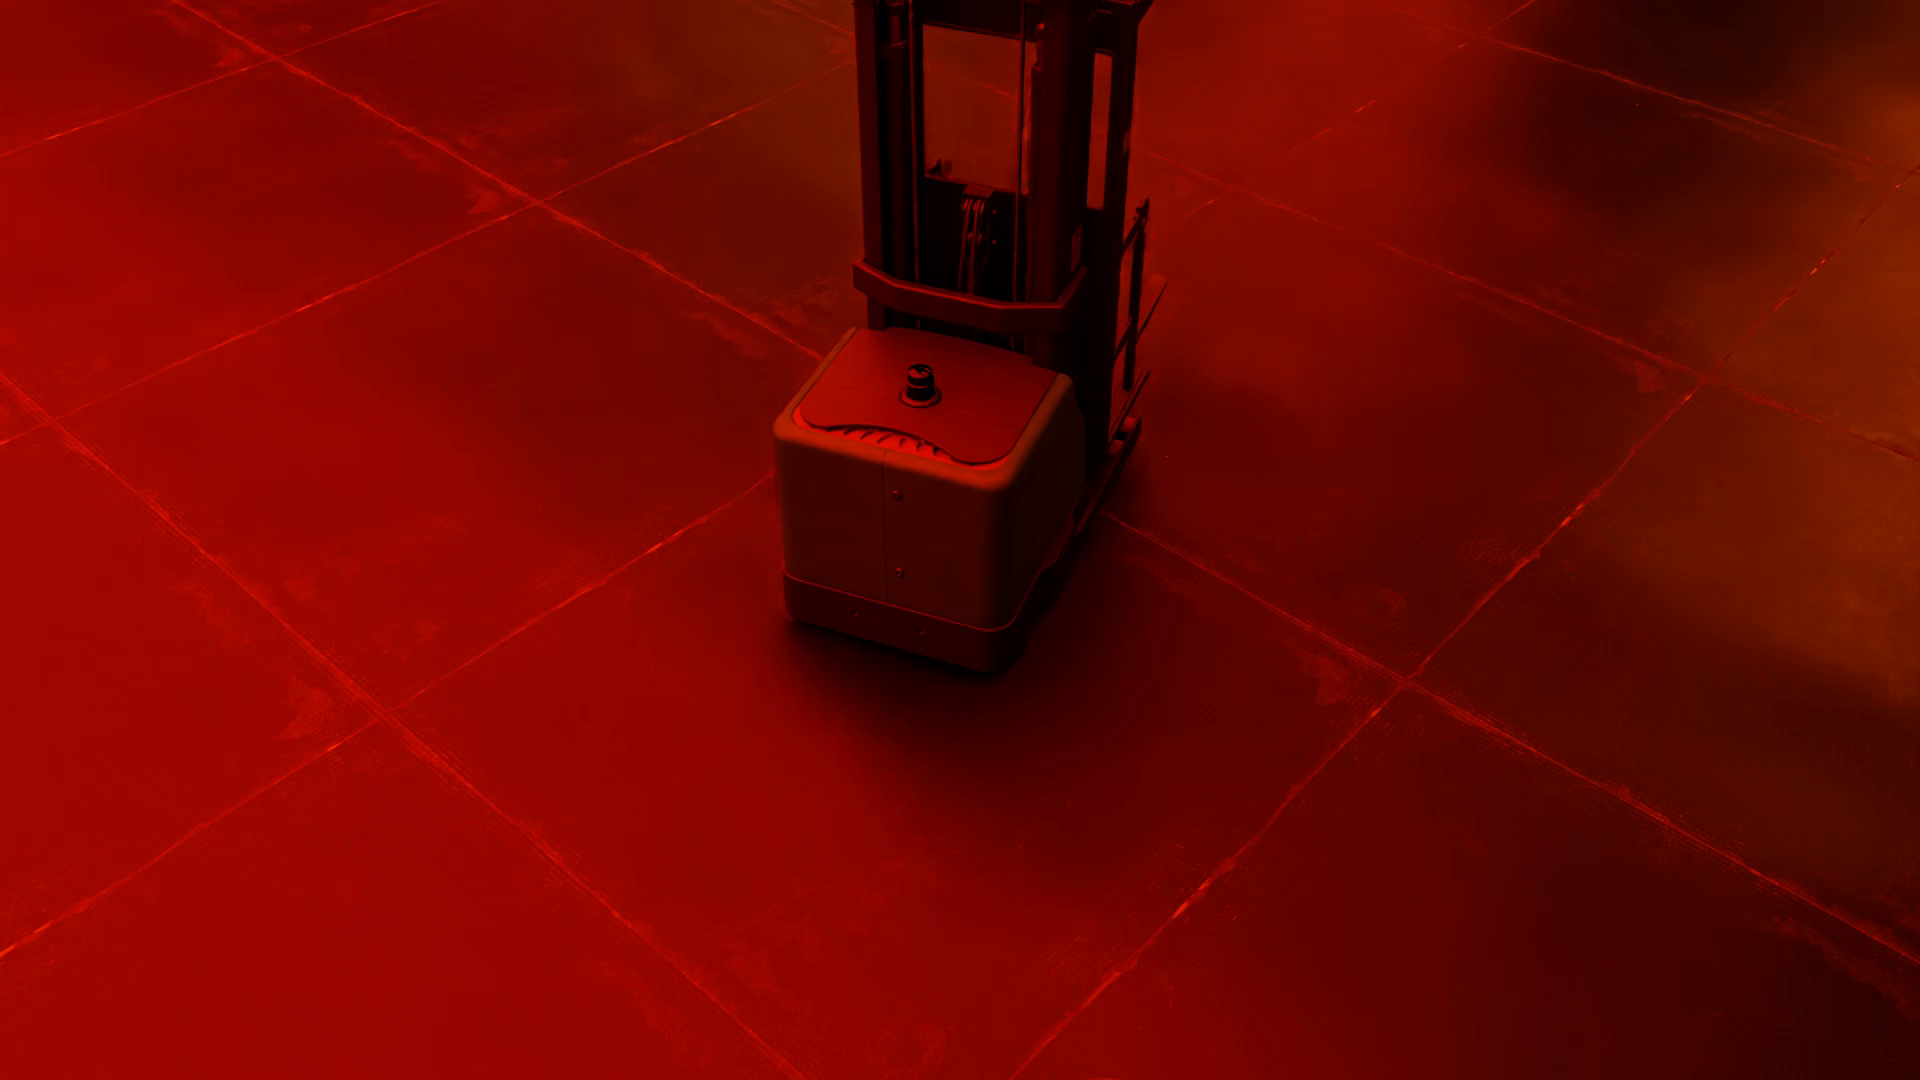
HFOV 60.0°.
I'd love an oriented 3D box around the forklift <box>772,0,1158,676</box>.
[{"bbox_3d":[0.228,-1.515,7.194,1.130,2.935,3.031,14,42,15],"label":"forklift"}]
